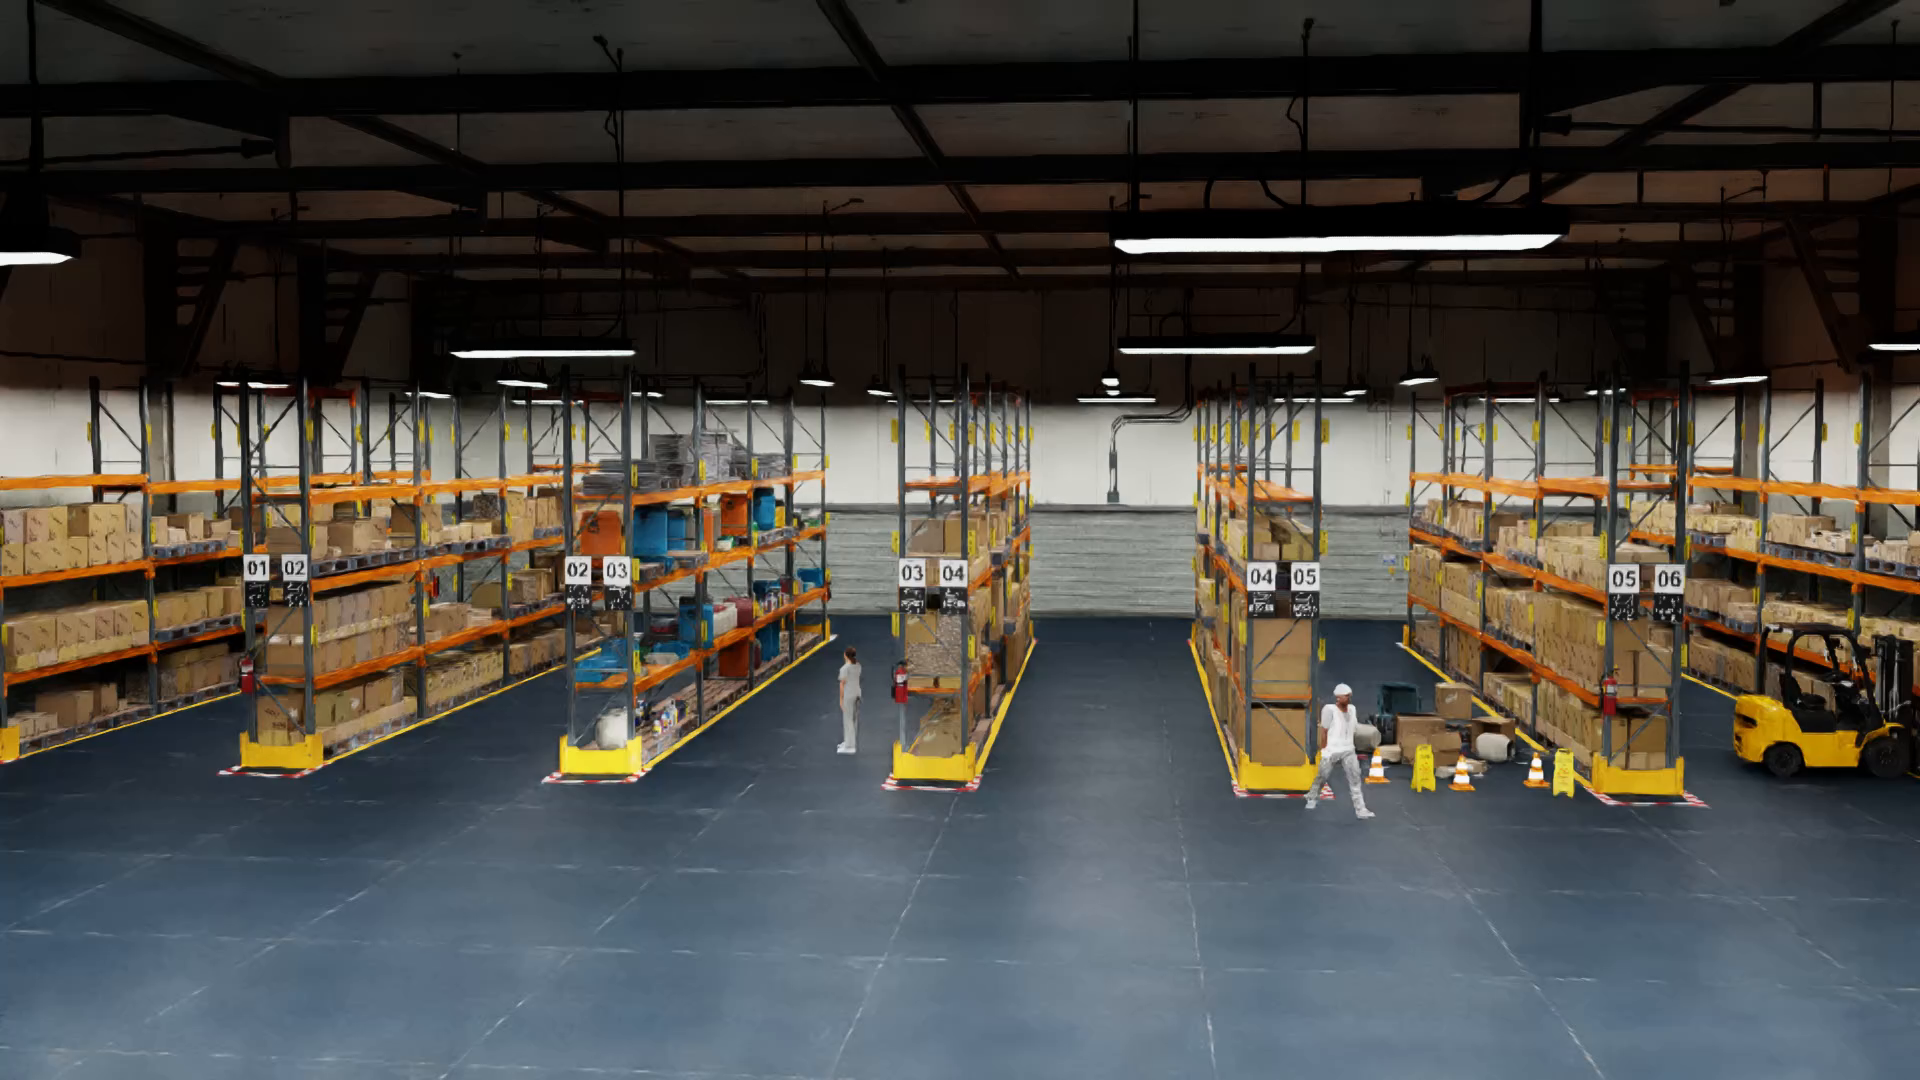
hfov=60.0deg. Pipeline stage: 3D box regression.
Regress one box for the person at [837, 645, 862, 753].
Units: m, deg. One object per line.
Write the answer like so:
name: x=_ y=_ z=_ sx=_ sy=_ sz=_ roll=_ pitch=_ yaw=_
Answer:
person: x=-1.761 y=2.481 z=26.068 sx=0.477 sy=1.674 sz=0.487 roll=3 pitch=5 yaw=36

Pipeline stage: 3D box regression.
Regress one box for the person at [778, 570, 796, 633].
person: x=-4.315 y=1.523 z=41.651 sx=0.493 sy=1.589 sz=0.623 roll=3 pitch=5 yaw=37

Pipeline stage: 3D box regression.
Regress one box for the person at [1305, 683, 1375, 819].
person: x=4.933 y=2.736 z=21.679 sx=0.590 sy=1.757 sz=0.947 roll=-1 pitch=4 yaw=-20
